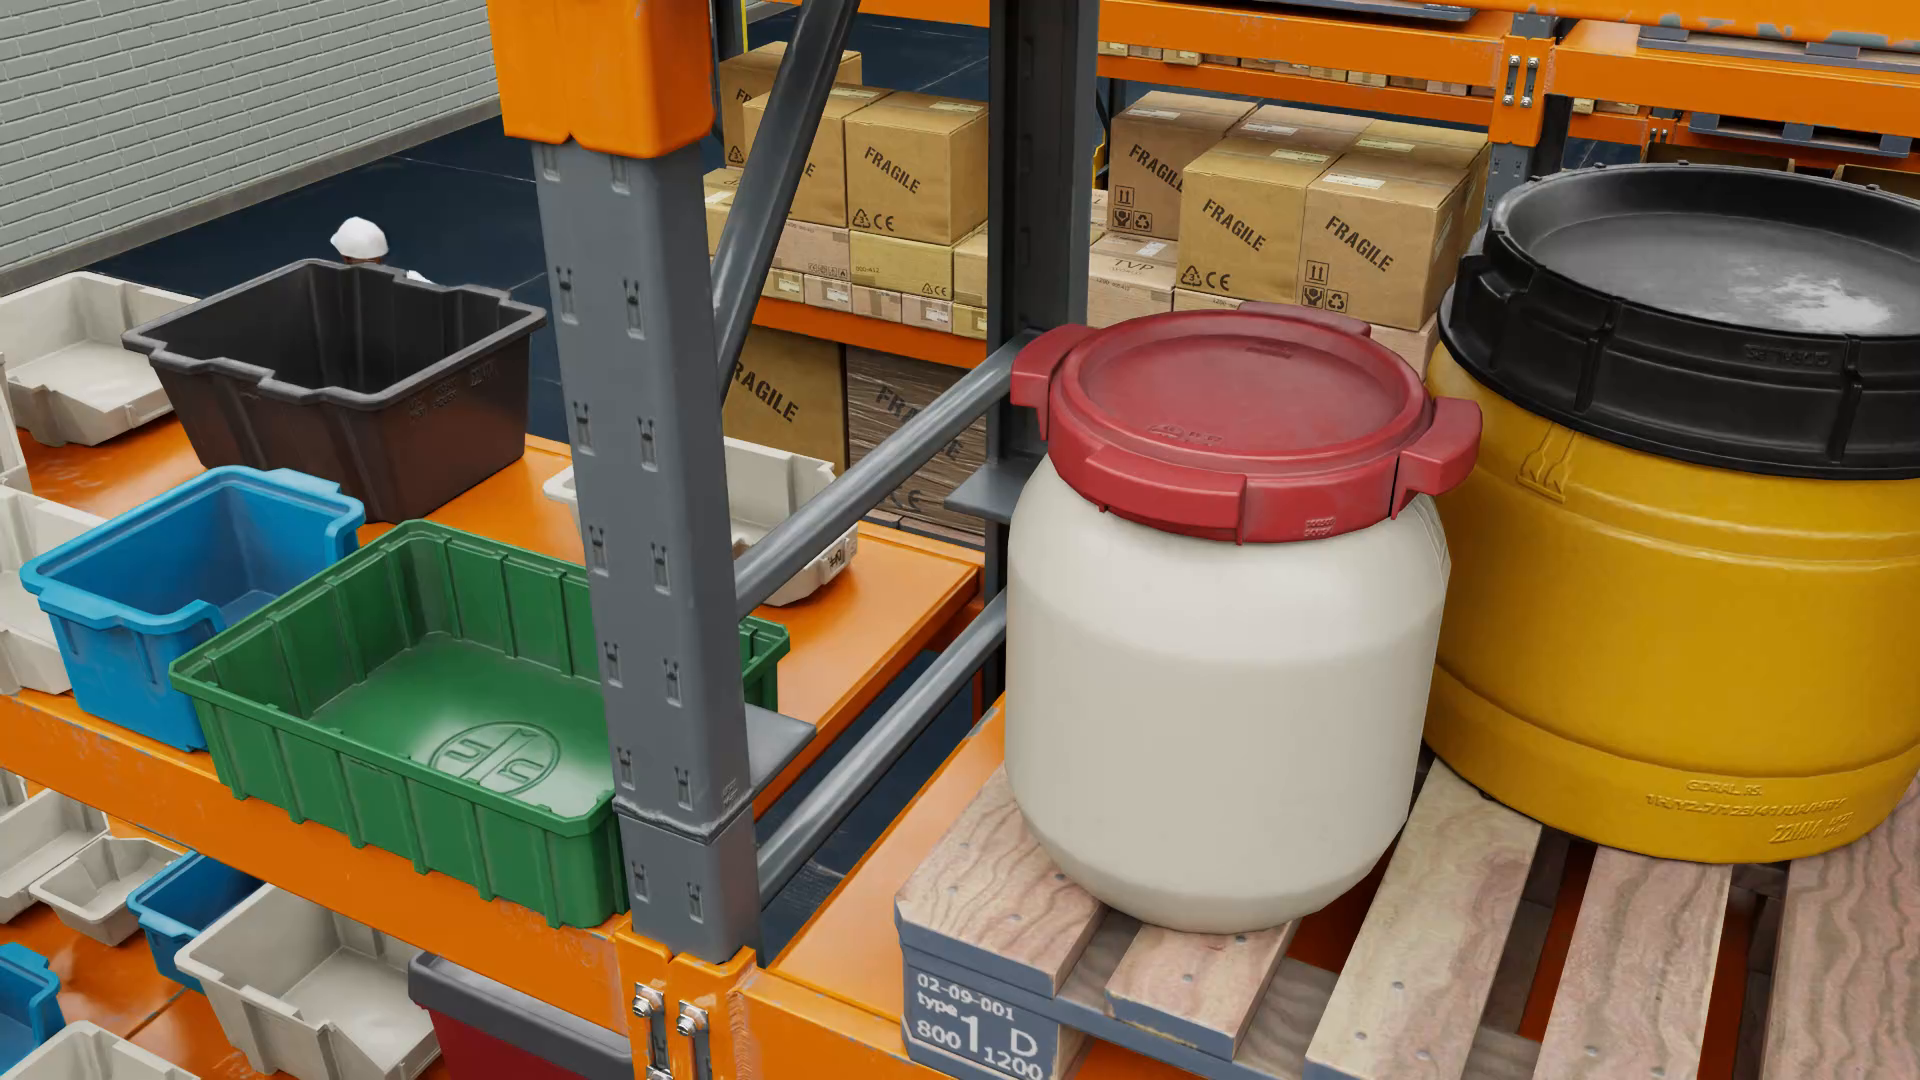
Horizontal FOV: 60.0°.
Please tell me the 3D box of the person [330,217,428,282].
[{"bbox_3d":[-2.644,-0.678,7.791,0.988,1.732,0.582,19,35,29],"label":"person"}]
